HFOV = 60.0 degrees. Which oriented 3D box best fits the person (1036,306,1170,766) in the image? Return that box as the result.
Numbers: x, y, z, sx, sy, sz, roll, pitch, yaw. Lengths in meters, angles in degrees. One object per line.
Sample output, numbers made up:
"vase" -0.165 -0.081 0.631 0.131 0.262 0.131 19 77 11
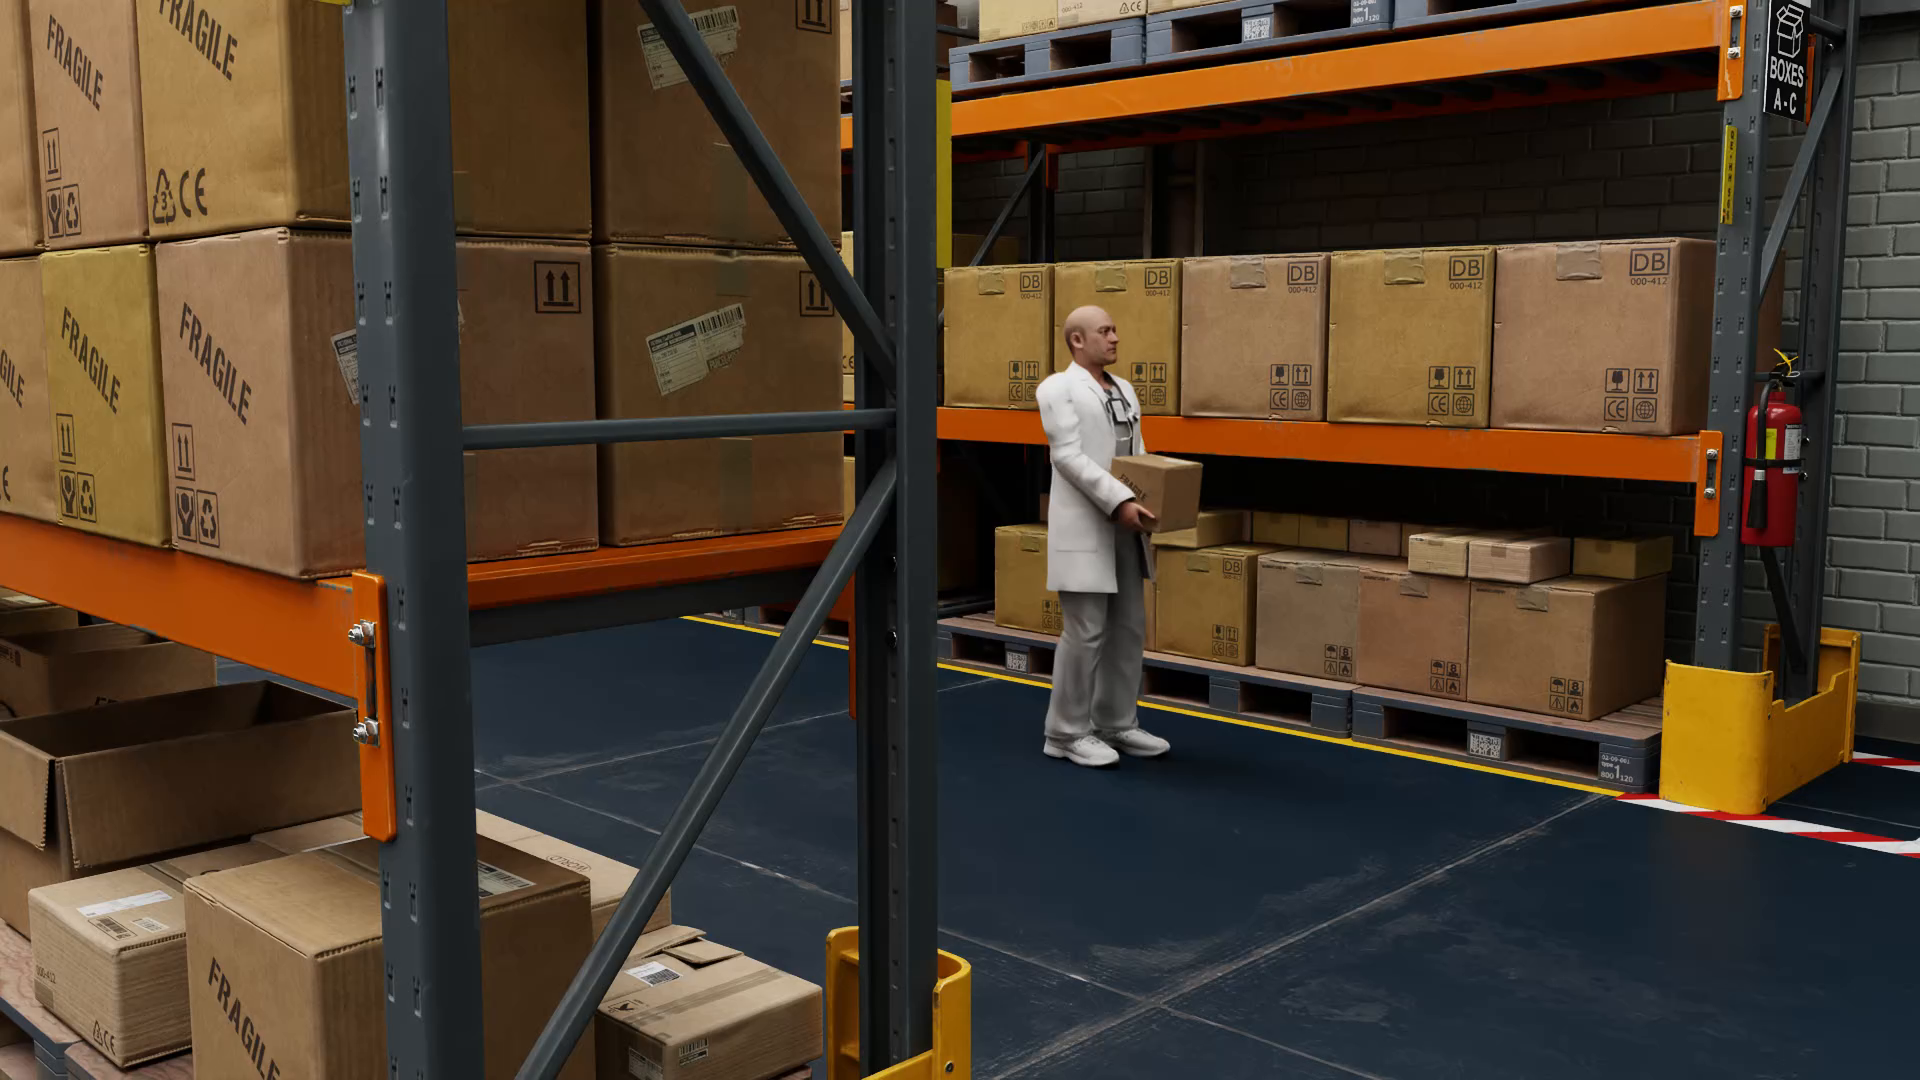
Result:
"person" 0.616 -0.021 6.481 0.554 1.774 0.533 6 9 42
